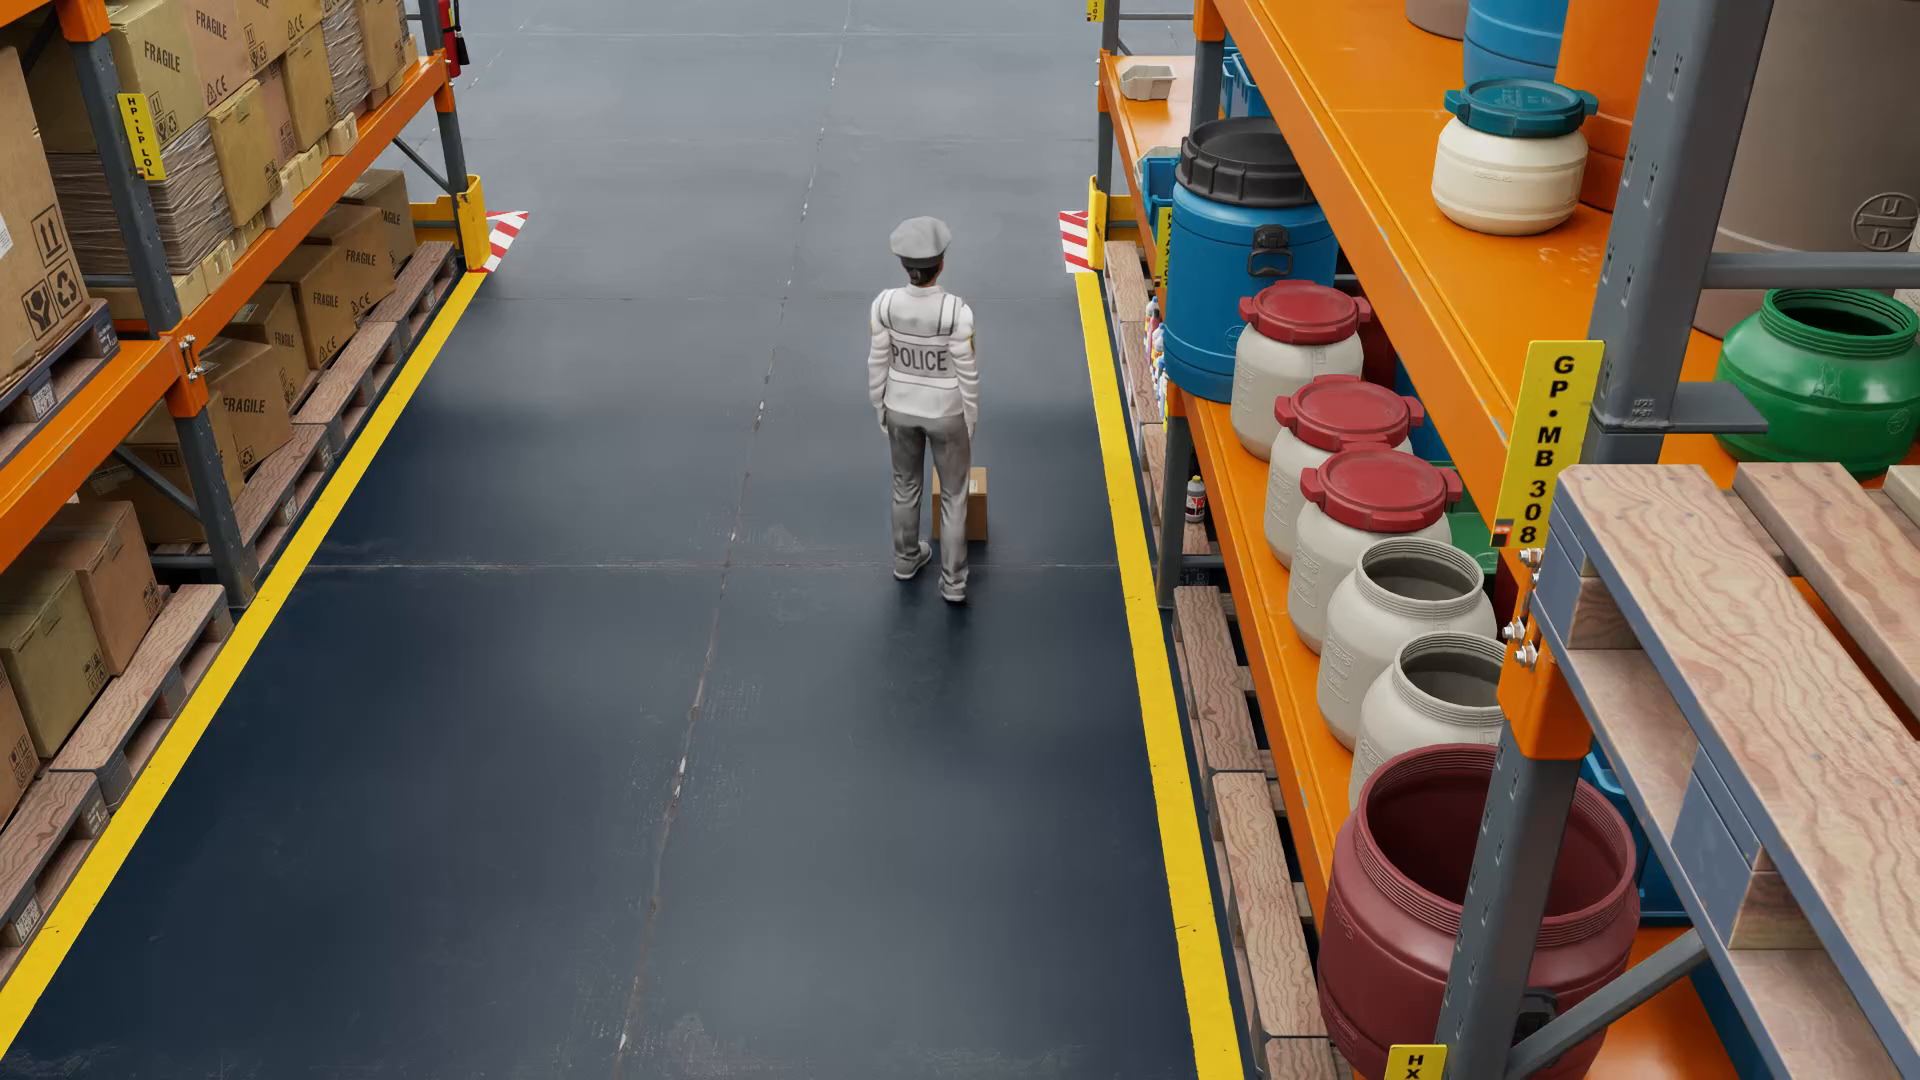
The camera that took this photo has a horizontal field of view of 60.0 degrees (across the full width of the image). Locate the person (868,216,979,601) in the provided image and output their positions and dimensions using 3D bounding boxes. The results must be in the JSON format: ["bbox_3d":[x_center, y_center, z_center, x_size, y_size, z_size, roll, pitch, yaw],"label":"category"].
[{"bbox_3d":[-0.138,-0.538,7.022,0.482,1.718,0.398,9,33,14],"label":"person"}]
